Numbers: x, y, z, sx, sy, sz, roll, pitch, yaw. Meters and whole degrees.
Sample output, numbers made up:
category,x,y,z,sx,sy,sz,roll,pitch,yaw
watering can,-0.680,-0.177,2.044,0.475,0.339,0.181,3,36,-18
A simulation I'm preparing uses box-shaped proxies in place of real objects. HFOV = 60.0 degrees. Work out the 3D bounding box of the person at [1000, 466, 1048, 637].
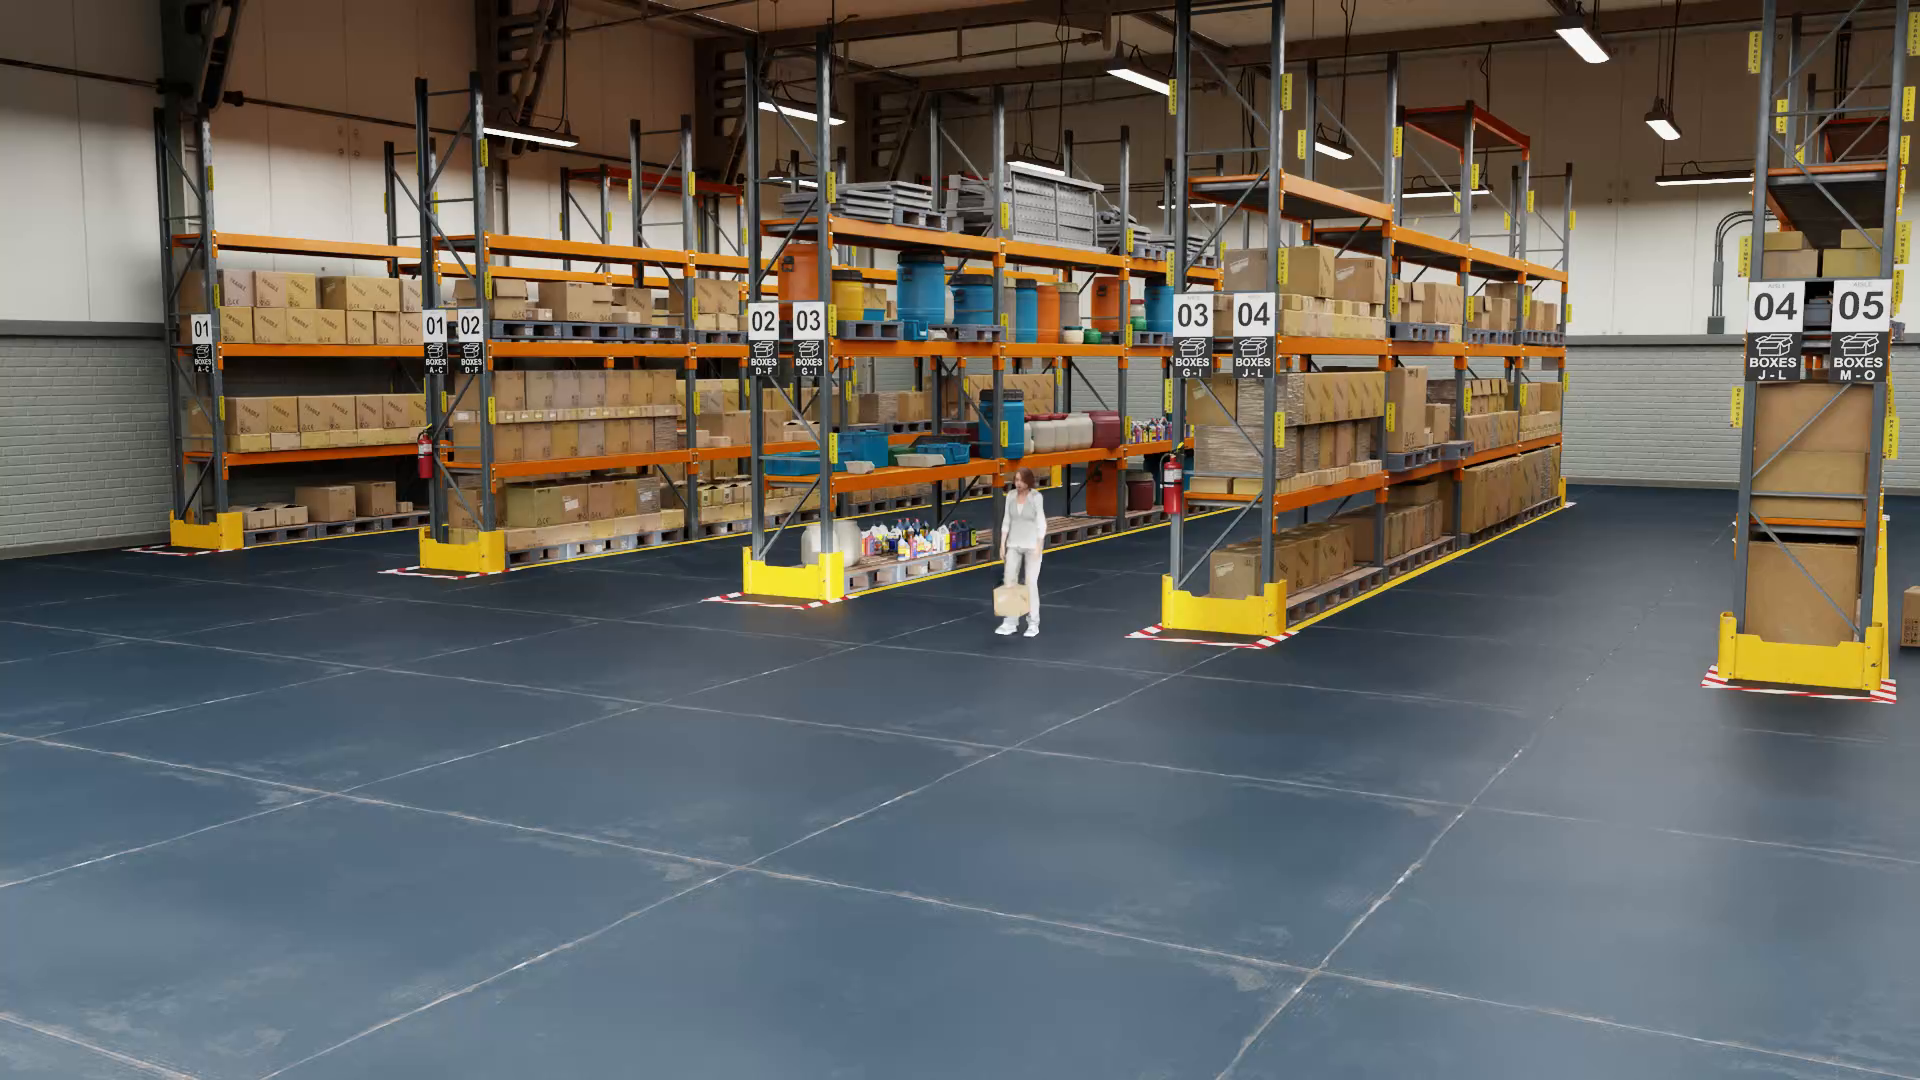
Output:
category,x,y,z,sx,sy,sz,roll,pitch,yaw
person,0.597,0.101,15.640,0.468,1.590,0.347,3,7,26
